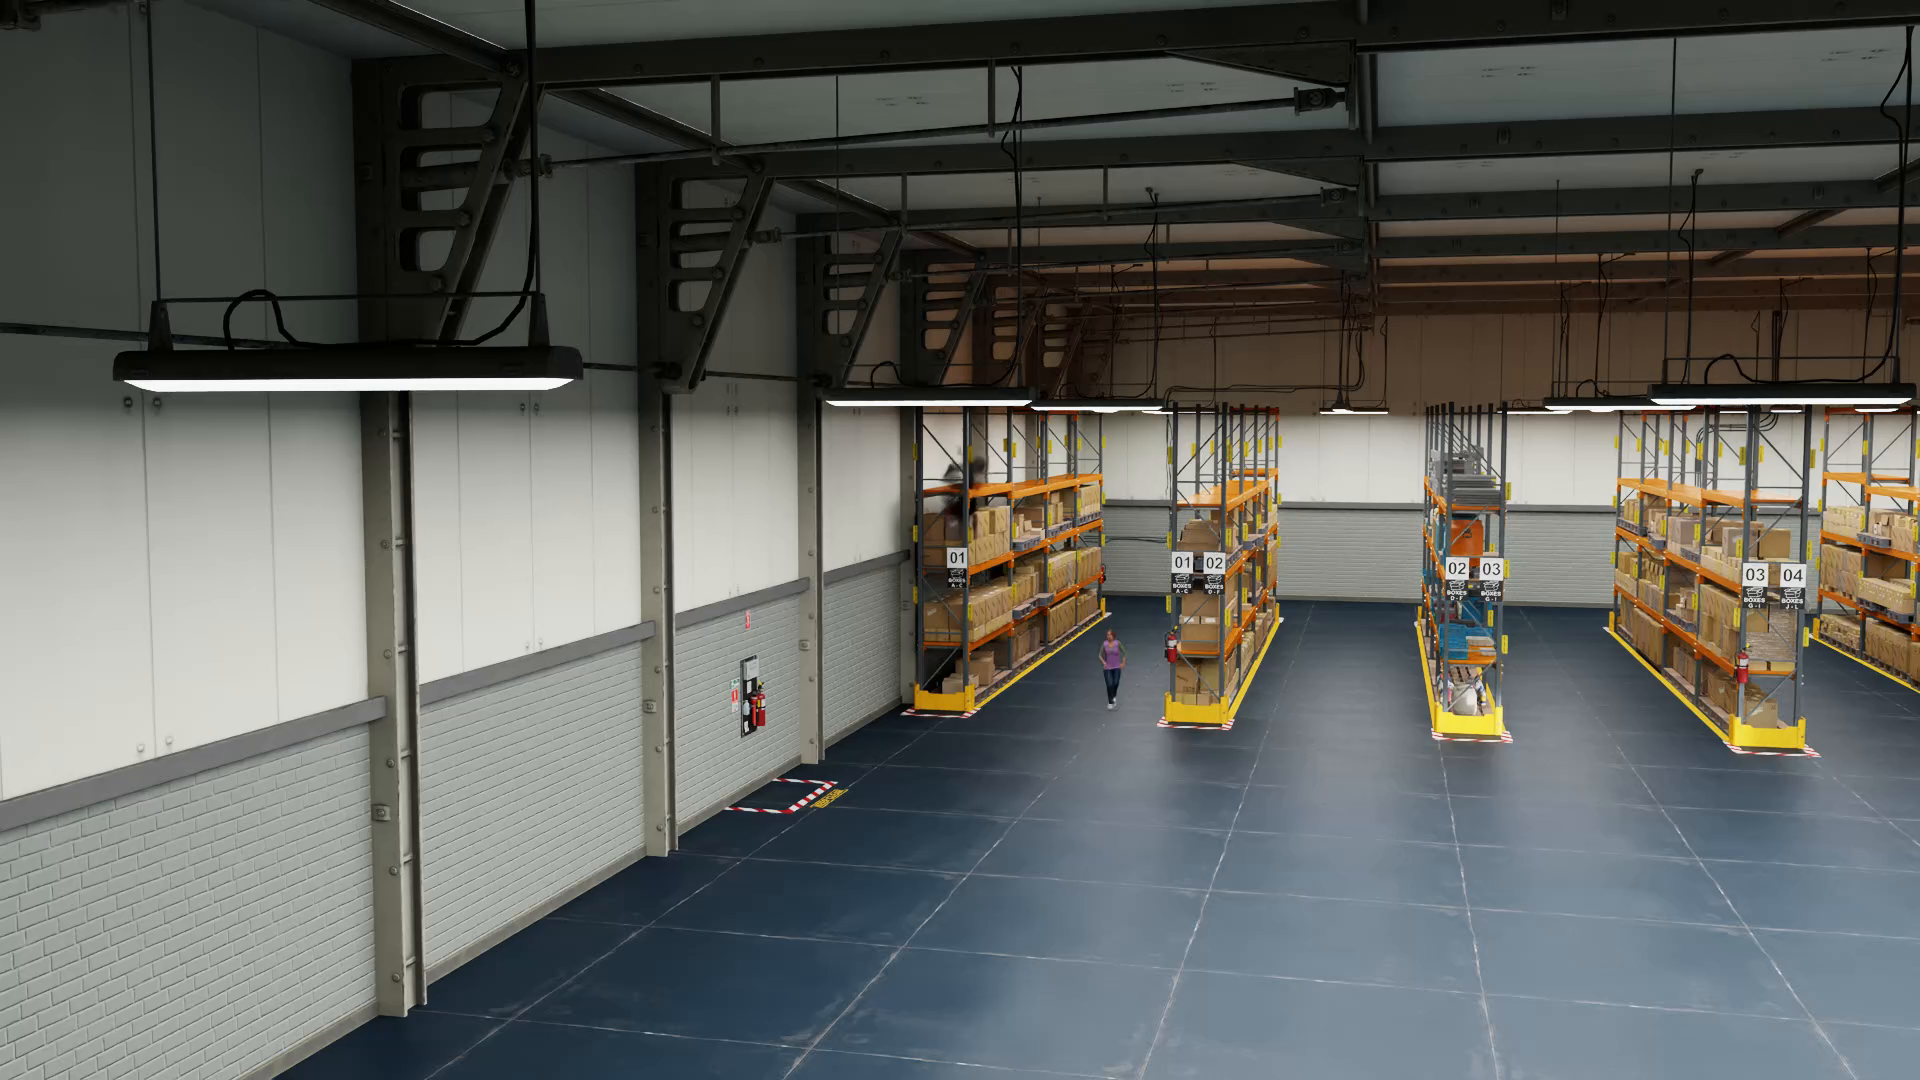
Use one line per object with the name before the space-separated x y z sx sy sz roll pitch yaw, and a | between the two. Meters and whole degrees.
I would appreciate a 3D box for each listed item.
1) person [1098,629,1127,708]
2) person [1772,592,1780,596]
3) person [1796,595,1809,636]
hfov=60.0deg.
person | 2.983 2.535 32.616 0.553 1.558 0.540 1 4 9
person | 20.649 1.806 41.877 0.554 1.713 0.824 2 5 20
person | 20.198 1.880 40.343 0.701 1.763 0.761 2 5 25
